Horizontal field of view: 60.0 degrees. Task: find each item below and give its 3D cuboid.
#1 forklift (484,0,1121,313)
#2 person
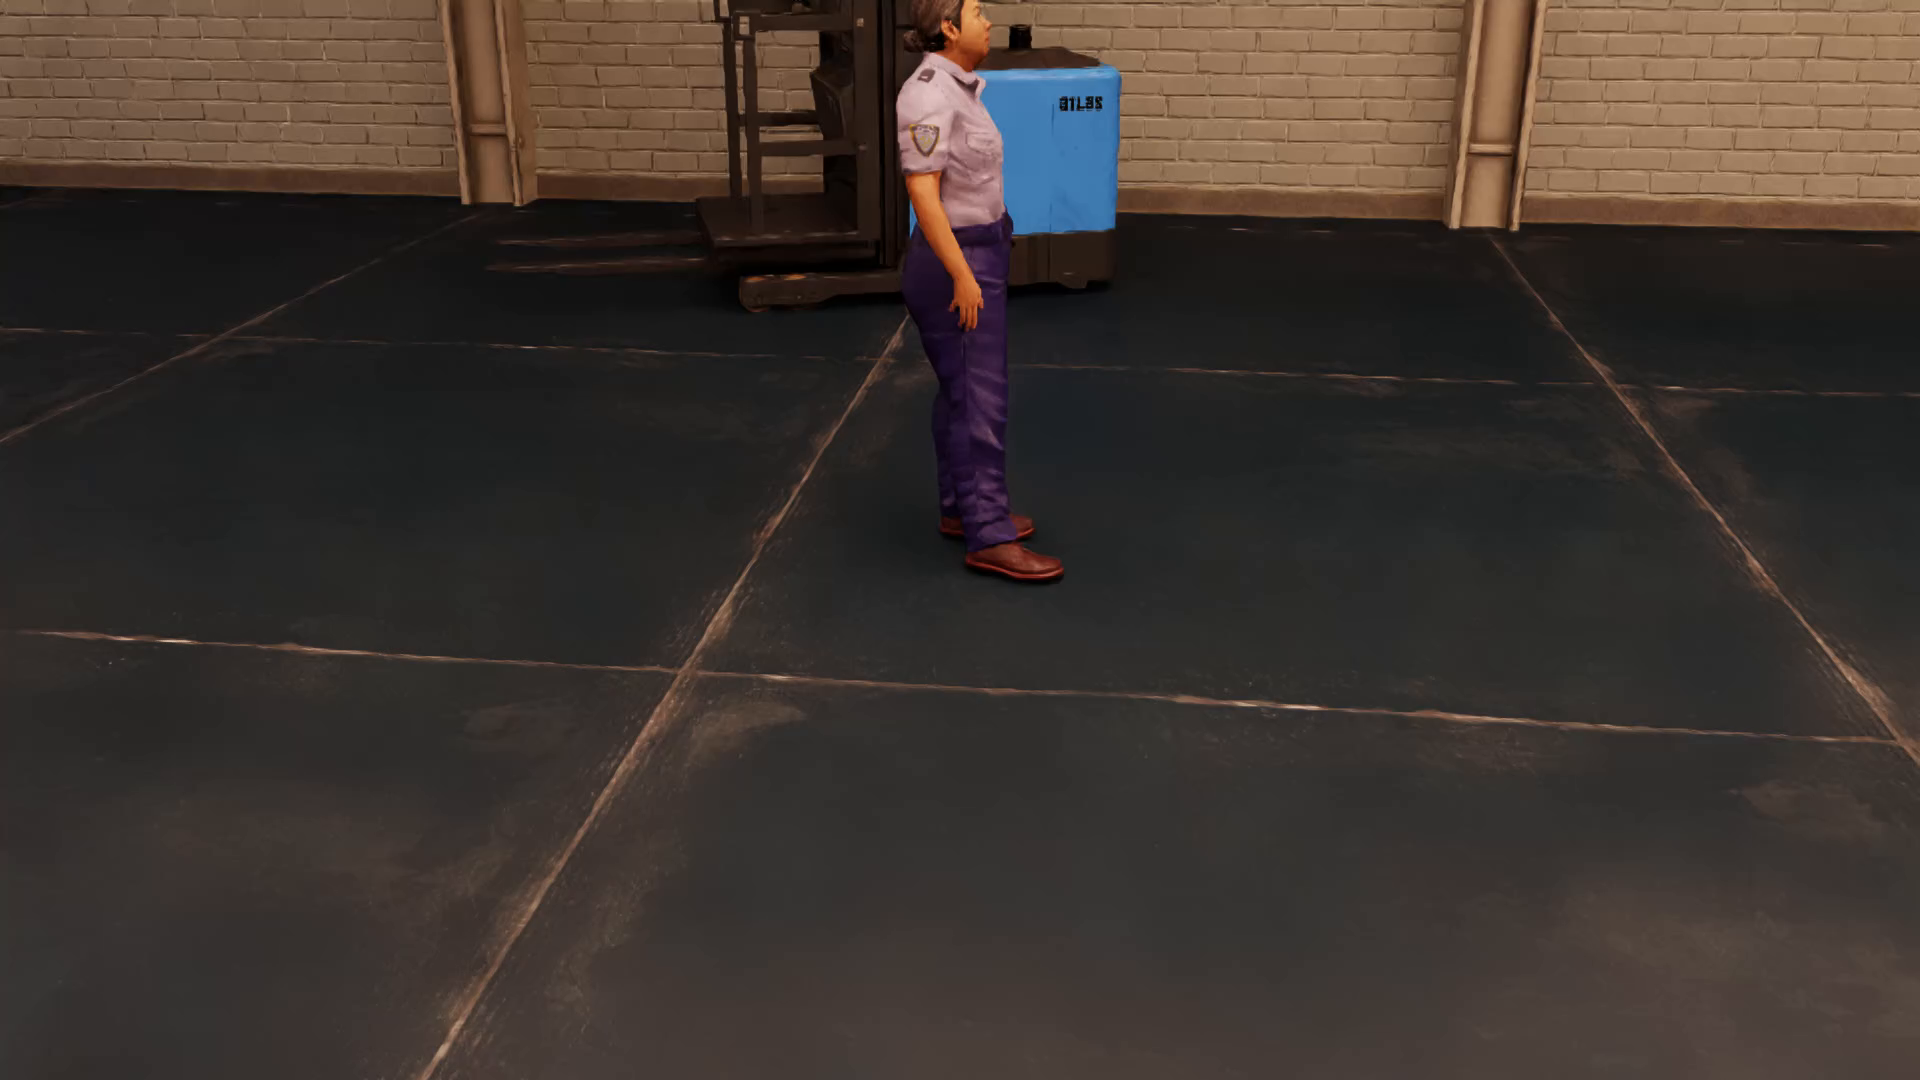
[{"bbox_3d":[-0.793,-2.647,7.828,3.031,2.935,1.130,-5,22,-12],"label":"forklift"},{"bbox_3d":[0.086,-0.758,4.835,0.502,1.650,0.599,3,22,7],"label":"person"}]
